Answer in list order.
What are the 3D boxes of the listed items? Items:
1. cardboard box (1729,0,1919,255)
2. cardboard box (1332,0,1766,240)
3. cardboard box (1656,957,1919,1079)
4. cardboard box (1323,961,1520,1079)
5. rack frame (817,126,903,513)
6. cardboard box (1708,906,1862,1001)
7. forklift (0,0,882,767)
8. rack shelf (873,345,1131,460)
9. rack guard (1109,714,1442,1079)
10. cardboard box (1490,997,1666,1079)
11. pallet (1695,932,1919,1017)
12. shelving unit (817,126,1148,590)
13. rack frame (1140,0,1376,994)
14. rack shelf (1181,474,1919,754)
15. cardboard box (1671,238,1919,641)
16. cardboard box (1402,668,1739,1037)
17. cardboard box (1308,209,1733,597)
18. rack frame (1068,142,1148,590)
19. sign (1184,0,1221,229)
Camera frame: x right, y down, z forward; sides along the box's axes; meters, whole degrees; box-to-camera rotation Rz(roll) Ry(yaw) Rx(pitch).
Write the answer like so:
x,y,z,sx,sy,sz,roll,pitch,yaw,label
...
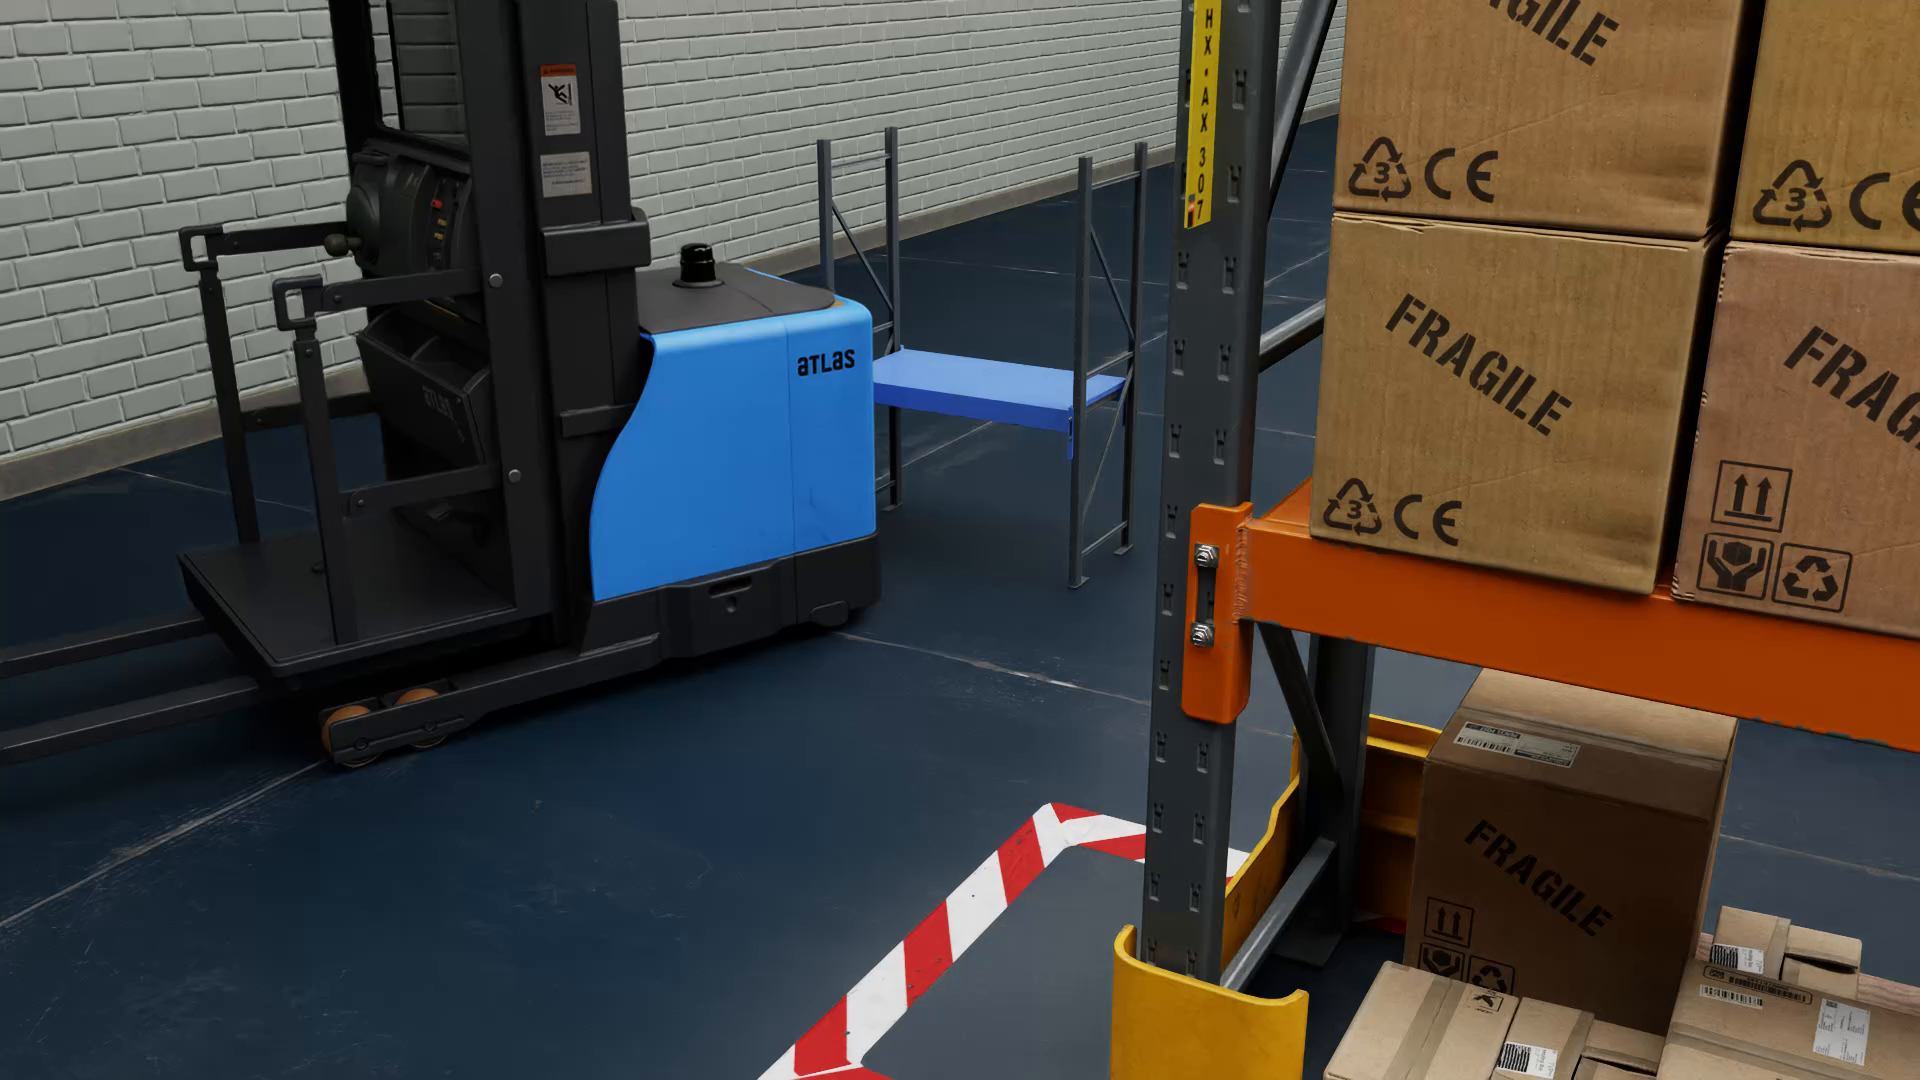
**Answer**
x,y,z,sx,sy,sz,roll,pitch,yaw,label
1.336,-0.654,2.156,0.500,0.500,0.500,11,23,28,cardboard box
0.876,-0.739,2.390,0.500,0.500,0.500,12,23,29,cardboard box
1.390,0.970,2.680,0.500,0.250,0.500,11,23,27,cardboard box
0.815,0.931,2.934,0.250,0.149,0.380,11,23,27,cardboard box
-0.369,-0.775,6.303,0.032,1.500,0.500,11,23,27,rack frame
1.521,0.862,3.099,0.250,0.166,0.380,11,23,27,cardboard box
-1.754,-0.951,4.687,3.031,2.935,1.130,-14,24,-34,forklift
0.074,-0.522,6.132,1.000,0.185,0.538,11,23,27,rack shelf
0.683,0.814,3.388,0.348,0.500,1.175,11,23,27,rack guard
1.033,0.965,2.817,0.250,0.166,0.380,11,23,27,cardboard box
1.380,1.082,3.073,1.213,0.211,1.003,11,23,27,pallet
0.074,-0.691,6.070,1.048,1.500,0.538,11,23,27,shelving unit
0.617,-0.374,2.997,0.127,3.000,1.000,11,23,27,rack frame
2.363,0.297,2.203,4.000,0.370,1.077,11,23,27,rack shelf
1.329,-0.184,2.328,0.500,0.500,0.500,11,22,27,cardboard box
1.212,0.611,3.301,0.500,0.500,0.500,11,23,27,cardboard box
0.876,-0.269,2.560,0.500,0.500,0.500,11,23,28,cardboard box
0.518,-0.606,5.837,0.032,1.500,0.500,11,23,27,rack frame
0.352,-0.619,2.404,0.005,0.325,0.100,11,23,27,sign
